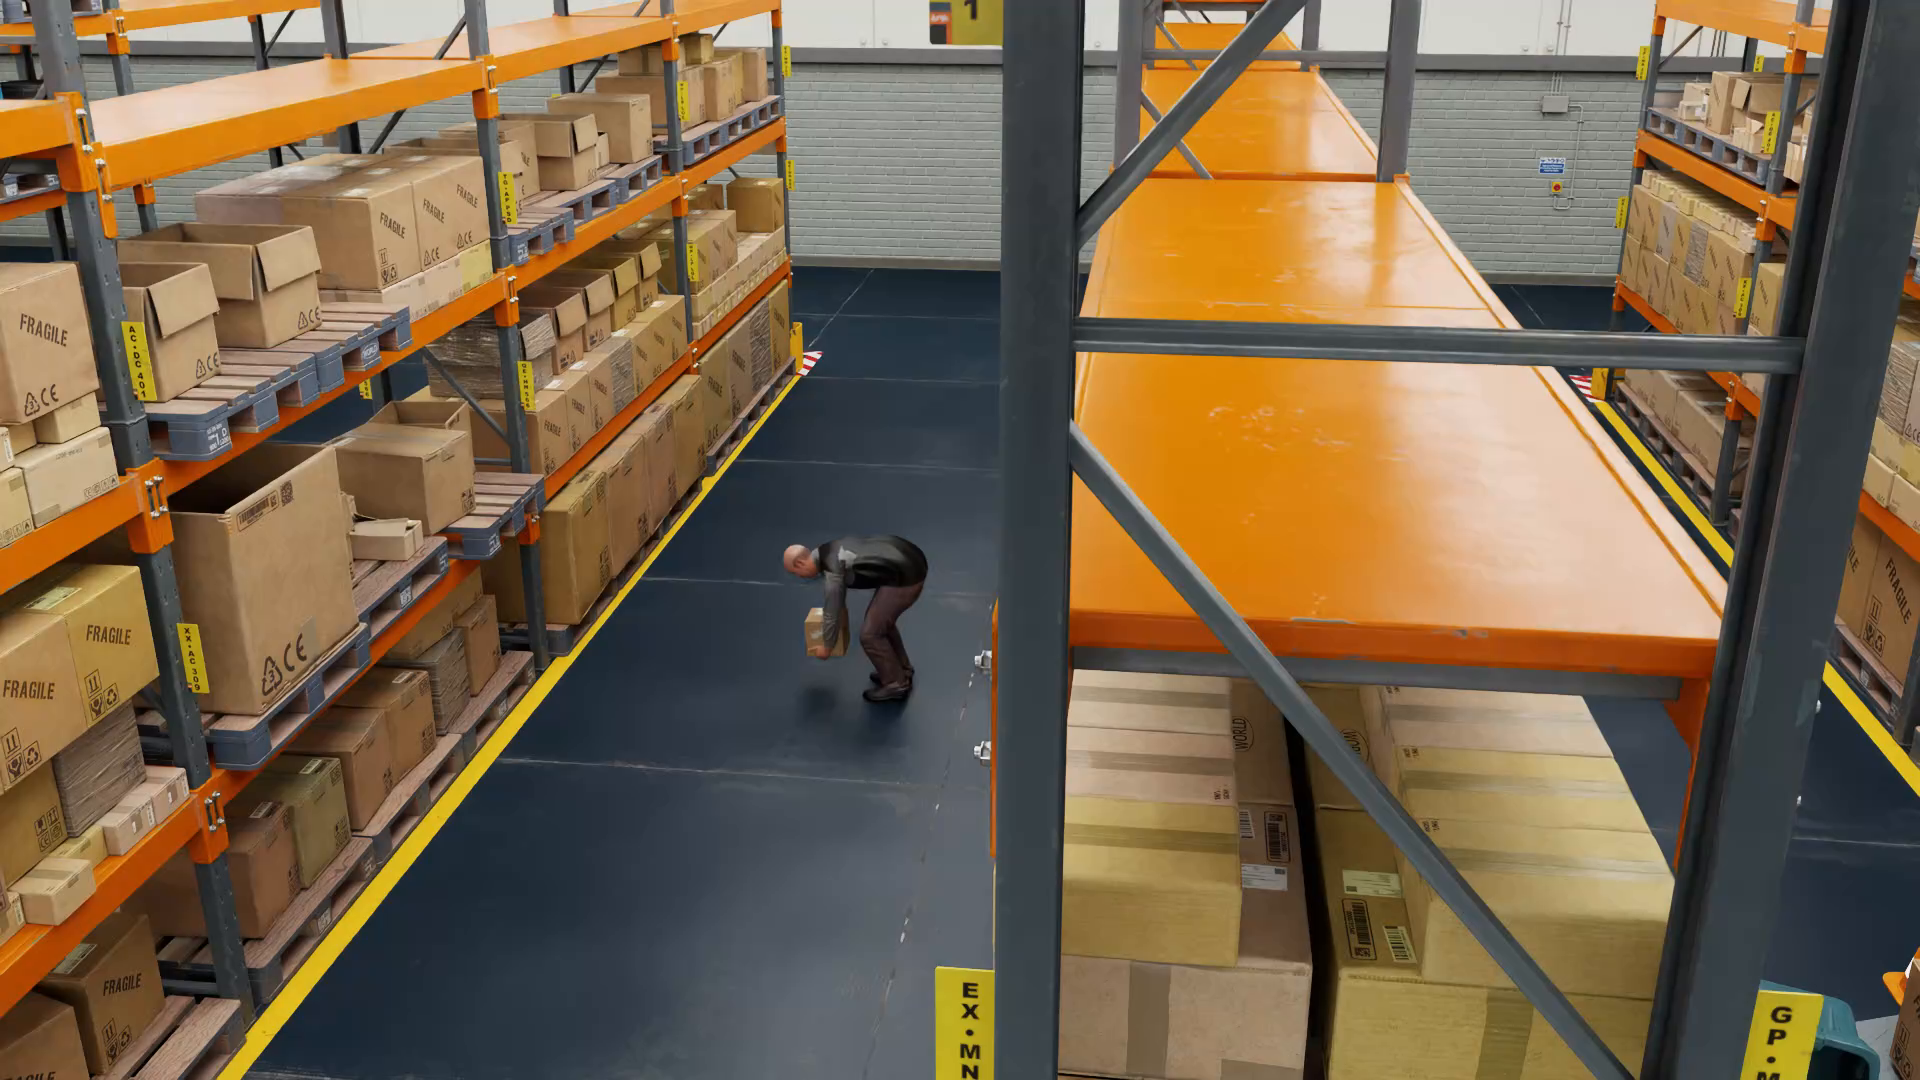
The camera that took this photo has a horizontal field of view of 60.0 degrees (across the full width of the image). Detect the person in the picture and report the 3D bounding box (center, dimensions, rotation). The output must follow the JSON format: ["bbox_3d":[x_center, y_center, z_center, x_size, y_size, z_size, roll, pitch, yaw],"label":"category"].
[{"bbox_3d":[-0.693,0.494,11.112,0.960,1.111,0.470,2,21,4],"label":"person"}]
